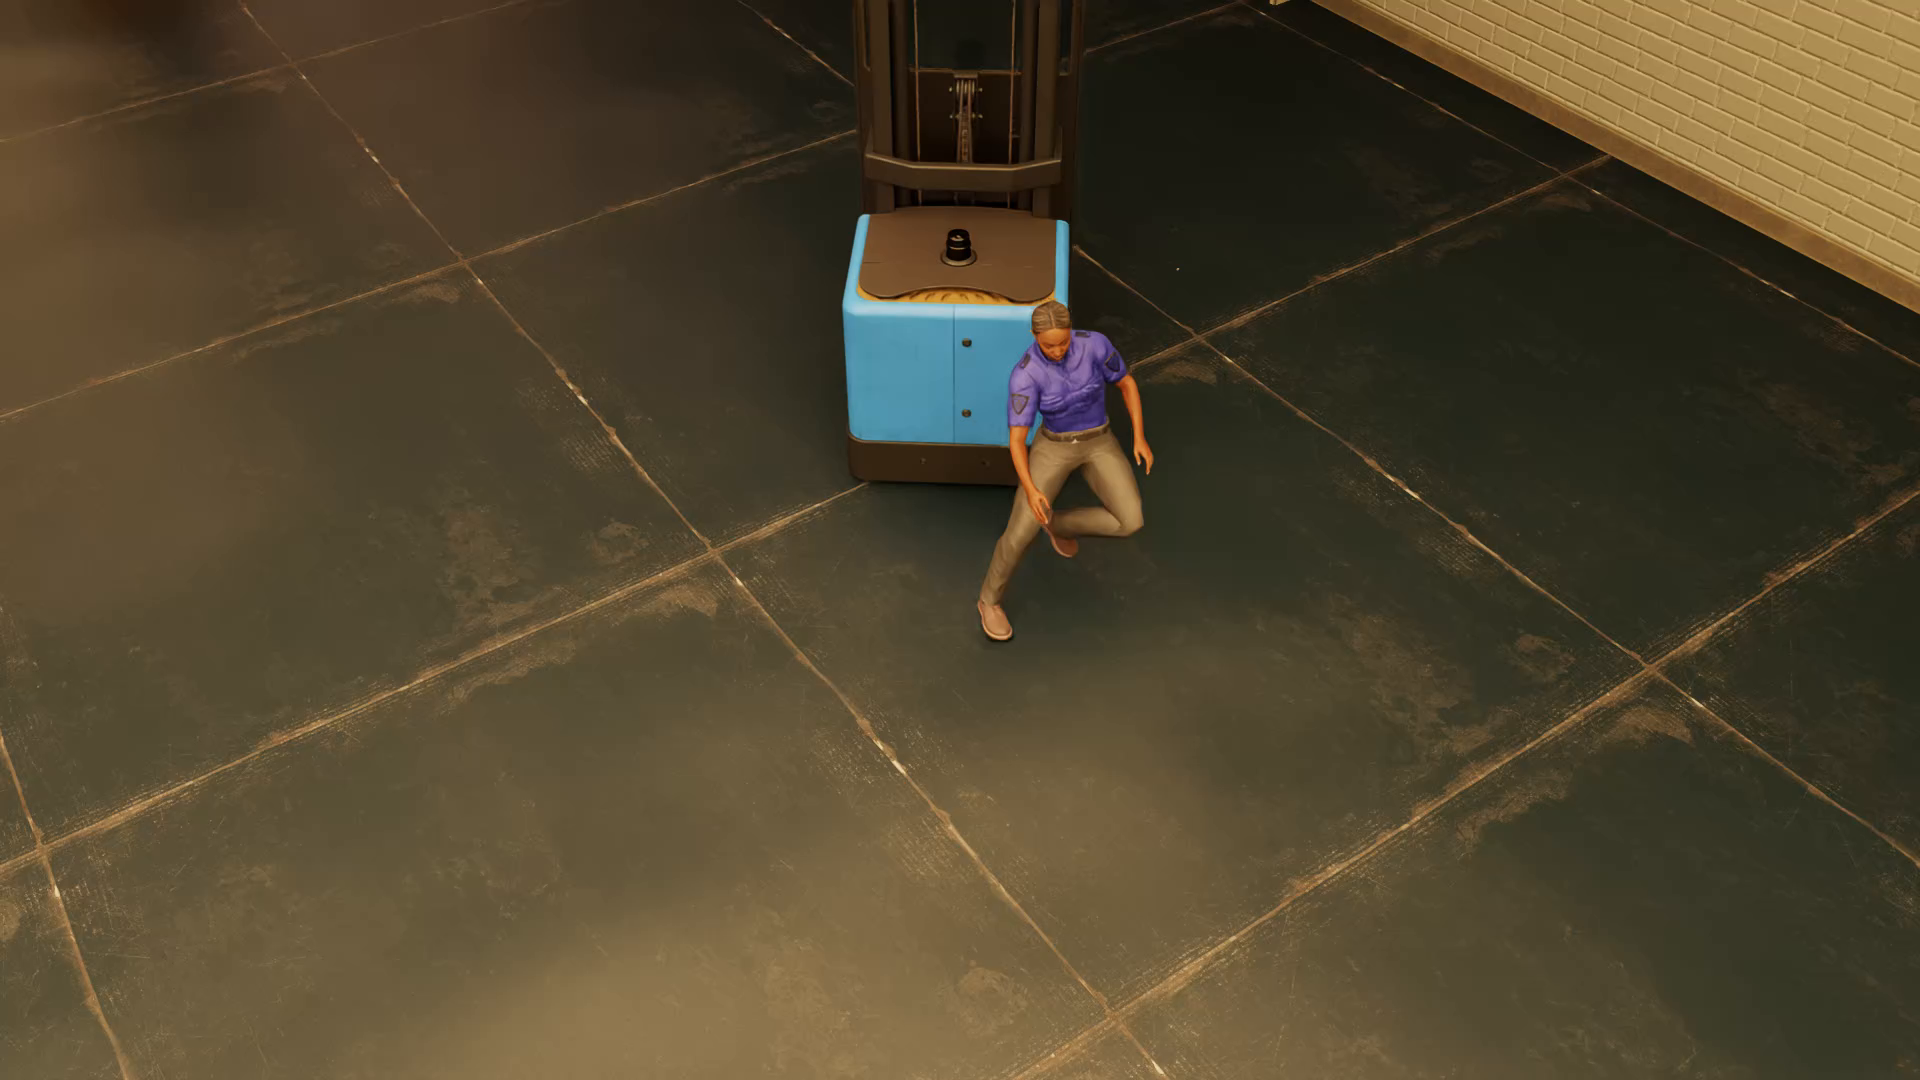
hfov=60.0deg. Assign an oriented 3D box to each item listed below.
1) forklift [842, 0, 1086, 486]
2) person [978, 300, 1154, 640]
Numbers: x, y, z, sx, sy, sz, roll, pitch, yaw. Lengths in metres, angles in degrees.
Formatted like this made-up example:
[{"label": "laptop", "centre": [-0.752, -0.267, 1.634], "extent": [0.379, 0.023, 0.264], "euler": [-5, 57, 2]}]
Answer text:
[{"label": "forklift", "centre": [0.054, -2.324, 8.237], "extent": [1.130, 2.935, 3.031], "euler": [2, 43, 2]}, {"label": "person", "centre": [0.441, -0.298, 7.099], "extent": [0.755, 1.486, 0.696], "euler": [-8, 43, -8]}]
